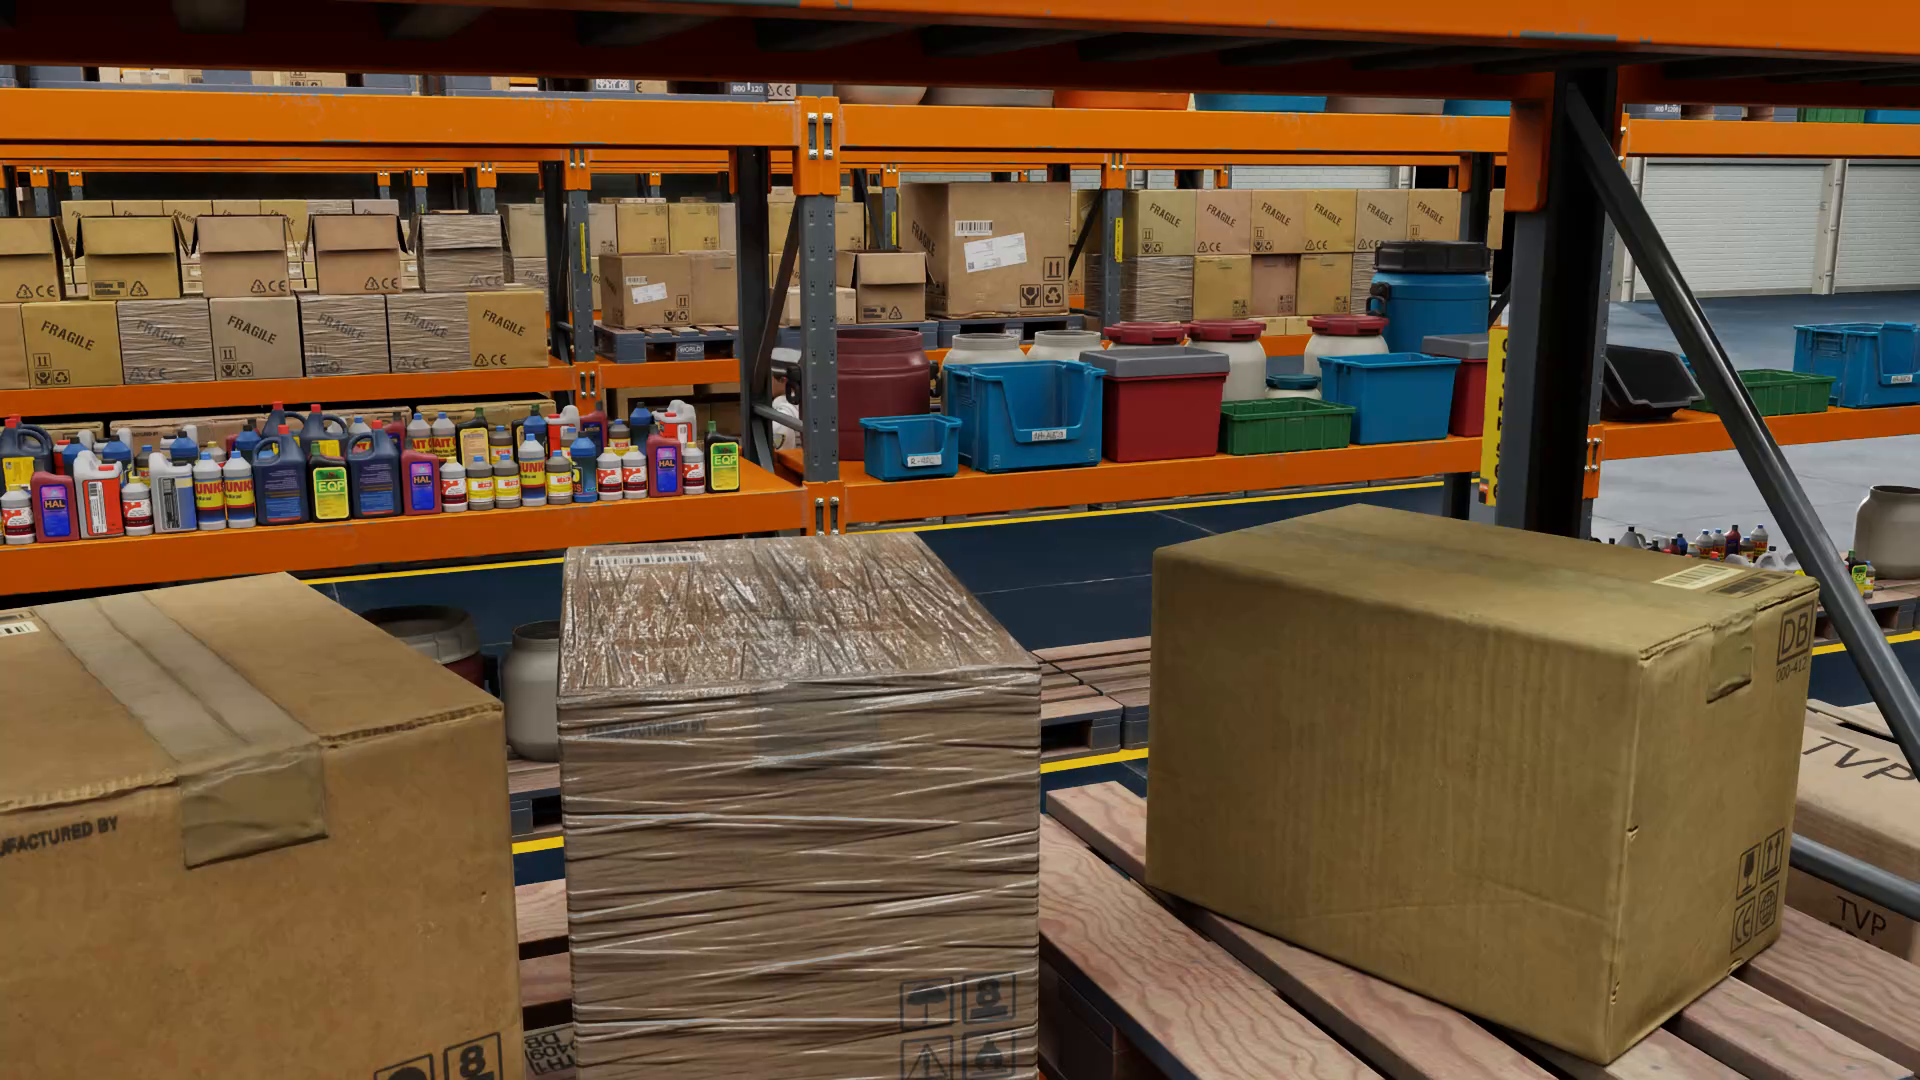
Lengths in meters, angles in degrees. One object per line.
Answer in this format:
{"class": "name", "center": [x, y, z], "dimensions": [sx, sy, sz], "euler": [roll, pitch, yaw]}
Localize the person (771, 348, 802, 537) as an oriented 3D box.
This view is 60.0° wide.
{"class": "person", "center": [-0.962, -0.190, 8.810], "dimensions": [0.671, 1.655, 0.499], "euler": [3, 13, 14]}
